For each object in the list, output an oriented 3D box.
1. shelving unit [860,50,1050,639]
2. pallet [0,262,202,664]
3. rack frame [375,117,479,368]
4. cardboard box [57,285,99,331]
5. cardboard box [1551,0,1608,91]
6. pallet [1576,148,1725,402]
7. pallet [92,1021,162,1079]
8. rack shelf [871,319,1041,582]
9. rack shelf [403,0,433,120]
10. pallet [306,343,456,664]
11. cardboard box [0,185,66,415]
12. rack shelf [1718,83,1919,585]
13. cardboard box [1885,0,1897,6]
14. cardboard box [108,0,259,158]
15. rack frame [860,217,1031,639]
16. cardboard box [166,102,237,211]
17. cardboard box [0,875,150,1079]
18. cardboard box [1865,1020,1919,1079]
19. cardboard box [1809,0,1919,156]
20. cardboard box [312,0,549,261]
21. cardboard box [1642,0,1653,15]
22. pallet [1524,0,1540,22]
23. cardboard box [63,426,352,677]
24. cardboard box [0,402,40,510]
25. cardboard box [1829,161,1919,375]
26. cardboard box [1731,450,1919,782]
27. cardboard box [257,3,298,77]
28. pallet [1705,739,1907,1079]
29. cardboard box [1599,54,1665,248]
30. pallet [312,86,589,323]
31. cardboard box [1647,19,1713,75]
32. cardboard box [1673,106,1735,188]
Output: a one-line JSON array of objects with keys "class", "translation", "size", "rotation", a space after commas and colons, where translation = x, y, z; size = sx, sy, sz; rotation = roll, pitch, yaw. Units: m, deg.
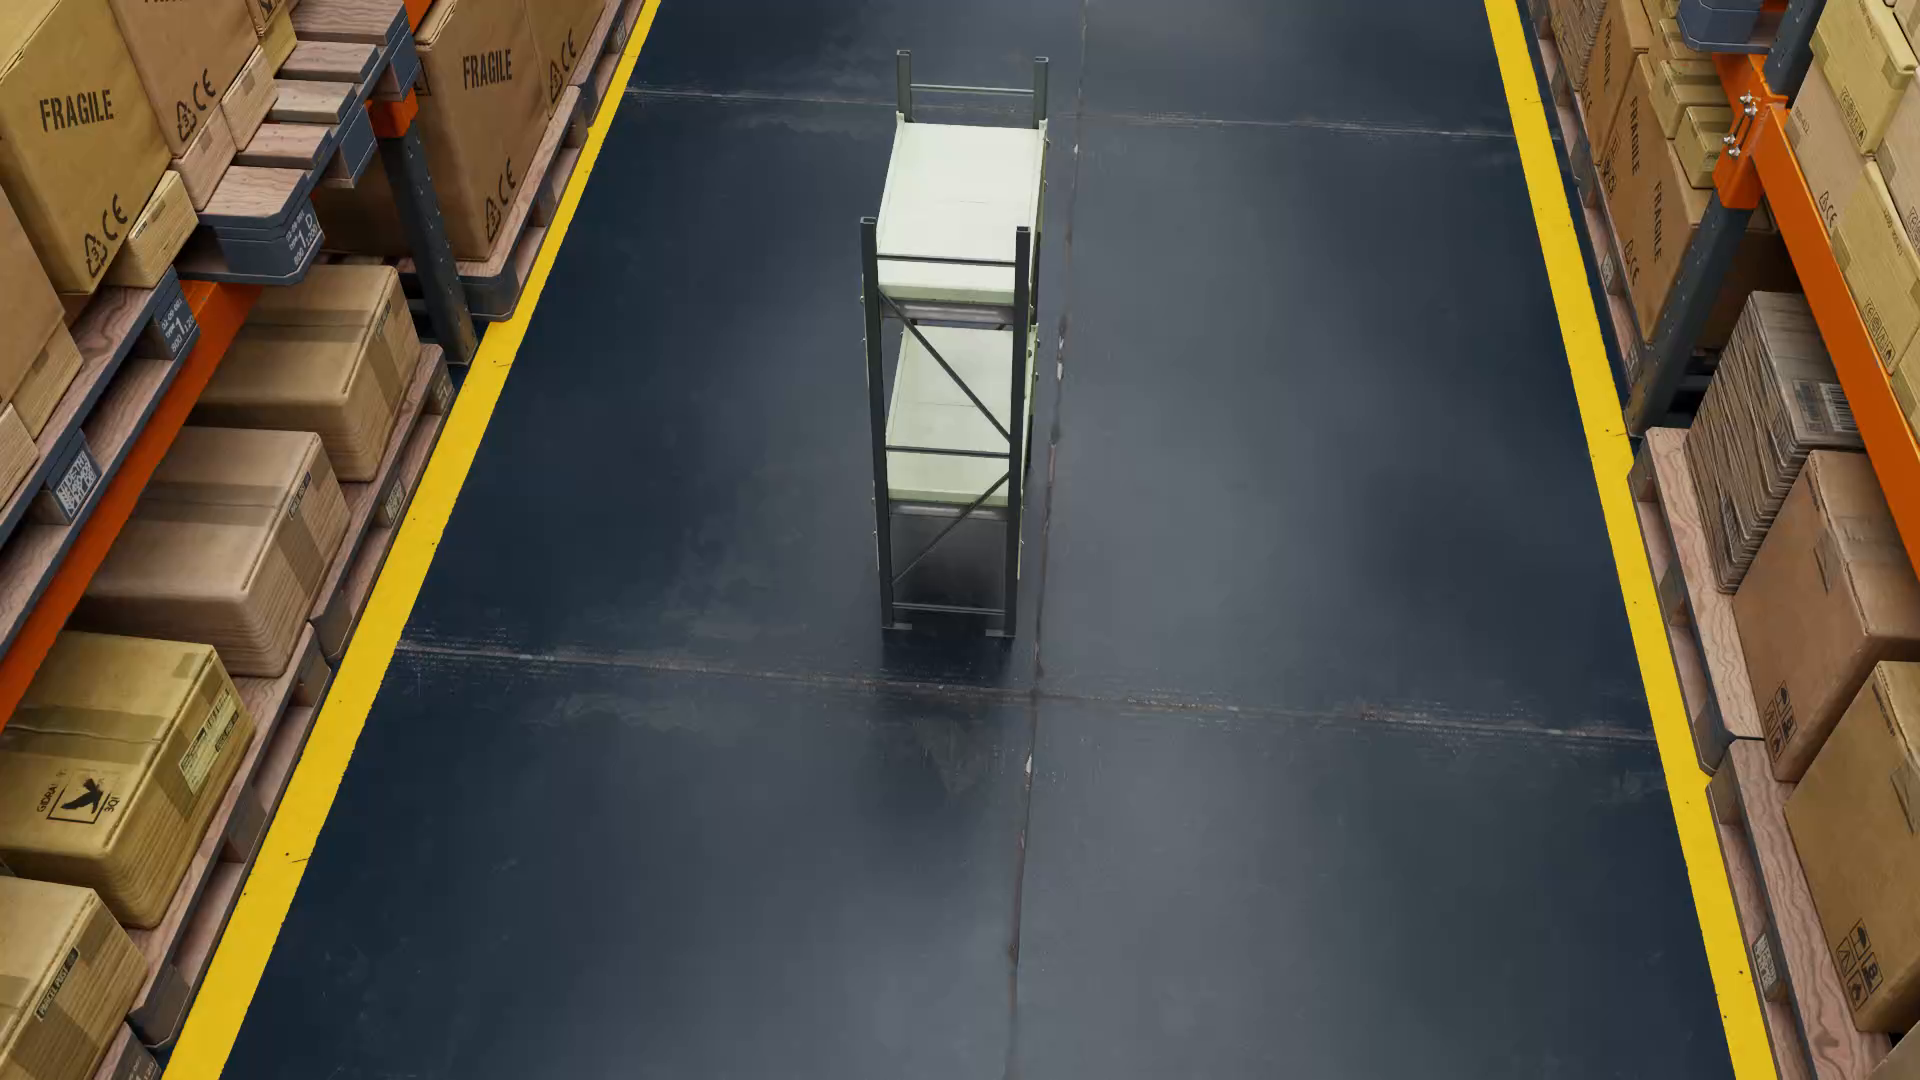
[{"class": "shelving unit", "translation": [-0.001, -0.501, 4.692], "size": [0.431, 1.500, 0.755], "rotation": [4, 48, 4]}, {"class": "pallet", "translation": [-2.344, -0.169, 3.502], "size": [1.003, 0.211, 1.213], "rotation": [4, 48, 4]}, {"class": "rack frame", "translation": [-2.205, -1.691, 4.764], "size": [1.000, 3.000, 0.127], "rotation": [4, 48, 4]}, {"class": "cardboard box", "translation": [-2.121, -0.538, 3.595], "size": [0.380, 0.149, 0.250], "rotation": [4, 48, 4]}, {"class": "cardboard box", "translation": [2.693, -2.118, 6.564], "size": [0.500, 0.500, 0.500], "rotation": [2, 48, 2]}, {"class": "pallet", "translation": [2.845, -0.965, 5.990], "size": [1.003, 0.211, 1.213], "rotation": [4, 48, 4]}, {"class": "pallet", "translation": [-2.500, 1.617, 3.628], "size": [1.003, 0.211, 1.213], "rotation": [4, 48, 4]}, {"class": "rack shelf", "translation": [-0.001, -0.281, 4.933], "size": [0.431, 0.370, 0.720], "rotation": [4, 48, 4]}, {"class": "rack shelf", "translation": [-2.022, -2.918, 6.374], "size": [1.077, 0.370, 4.000], "rotation": [4, 48, 4]}, {"class": "pallet", "translation": [-2.277, -0.176, 5.268], "size": [1.003, 0.211, 1.213], "rotation": [4, 48, 4]}, {"class": "cardboard box", "translation": [-2.101, -0.462, 3.086], "size": [0.500, 0.500, 0.500], "rotation": [2, 48, 2]}, {"class": "rack shelf", "translation": [2.557, 0.352, 3.383], "size": [1.077, 0.370, 4.000], "rotation": [4, 48, 4]}, {"class": "cardboard box", "translation": [2.416, -1.399, 3.989], "size": [0.380, 0.149, 0.250], "rotation": [5, 48, 5]}, {"class": "cardboard box", "translation": [-2.005, -1.234, 3.792], "size": [0.500, 0.500, 0.500], "rotation": [3, 48, 3]}, {"class": "rack frame", "translation": [-0.034, -0.232, 4.446], "size": [0.400, 1.500, 0.023], "rotation": [4, 48, 4]}, {"class": "cardboard box", "translation": [-1.962, -0.917, 3.942], "size": [0.380, 0.149, 0.250], "rotation": [2, 48, 2]}, {"class": "cardboard box", "translation": [-2.462, 1.079, 3.727], "size": [0.950, 0.372, 0.625], "rotation": [7, 48, 6]}, {"class": "cardboard box", "translation": [2.489, 1.285, 3.367], "size": [0.875, 0.625, 0.625], "rotation": [3, 48, 3]}, {"class": "cardboard box", "translation": [2.430, -1.171, 4.051], "size": [0.500, 0.250, 0.500], "rotation": [4, 48, 3]}, {"class": "cardboard box", "translation": [-2.059, -1.618, 5.852], "size": [0.875, 0.875, 0.875], "rotation": [3, 48, 3]}, {"class": "cardboard box", "translation": [2.685, -2.025, 6.039], "size": [0.380, 0.149, 0.250], "rotation": [3, 48, 3]}, {"class": "pallet", "translation": [3.067, -2.758, 7.630], "size": [1.003, 0.211, 1.213], "rotation": [4, 48, 4]}, {"class": "cardboard box", "translation": [-2.325, 0.011, 4.703], "size": [0.950, 0.372, 0.625], "rotation": [3, 48, 3]}, {"class": "cardboard box", "translation": [-2.058, -0.150, 3.240], "size": [0.380, 0.149, 0.250], "rotation": [6, 48, 5]}, {"class": "cardboard box", "translation": [2.404, -0.631, 3.896], "size": [0.500, 0.250, 0.500], "rotation": [3, 48, 3]}, {"class": "cardboard box", "translation": [2.617, 0.237, 4.325], "size": [0.875, 0.625, 0.625], "rotation": [5, 48, 5]}, {"class": "cardboard box", "translation": [-1.952, -1.290, 4.283], "size": [0.380, 0.149, 0.250], "rotation": [5, 48, 4]}, {"class": "pallet", "translation": [2.511, 1.077, 4.122], "size": [1.003, 0.211, 1.213], "rotation": [4, 48, 4]}, {"class": "cardboard box", "translation": [2.619, -1.351, 5.862], "size": [0.500, 0.500, 0.500], "rotation": [3, 48, 3]}, {"class": "pallet", "translation": [-2.058, -1.325, 6.318], "size": [1.003, 0.211, 1.213], "rotation": [4, 48, 4]}, {"class": "cardboard box", "translation": [2.594, -1.651, 5.697], "size": [0.380, 0.149, 0.250], "rotation": [2, 48, 2]}, {"class": "cardboard box", "translation": [2.532, -1.257, 5.337], "size": [0.380, 0.149, 0.250], "rotation": [2, 48, 2]}]
